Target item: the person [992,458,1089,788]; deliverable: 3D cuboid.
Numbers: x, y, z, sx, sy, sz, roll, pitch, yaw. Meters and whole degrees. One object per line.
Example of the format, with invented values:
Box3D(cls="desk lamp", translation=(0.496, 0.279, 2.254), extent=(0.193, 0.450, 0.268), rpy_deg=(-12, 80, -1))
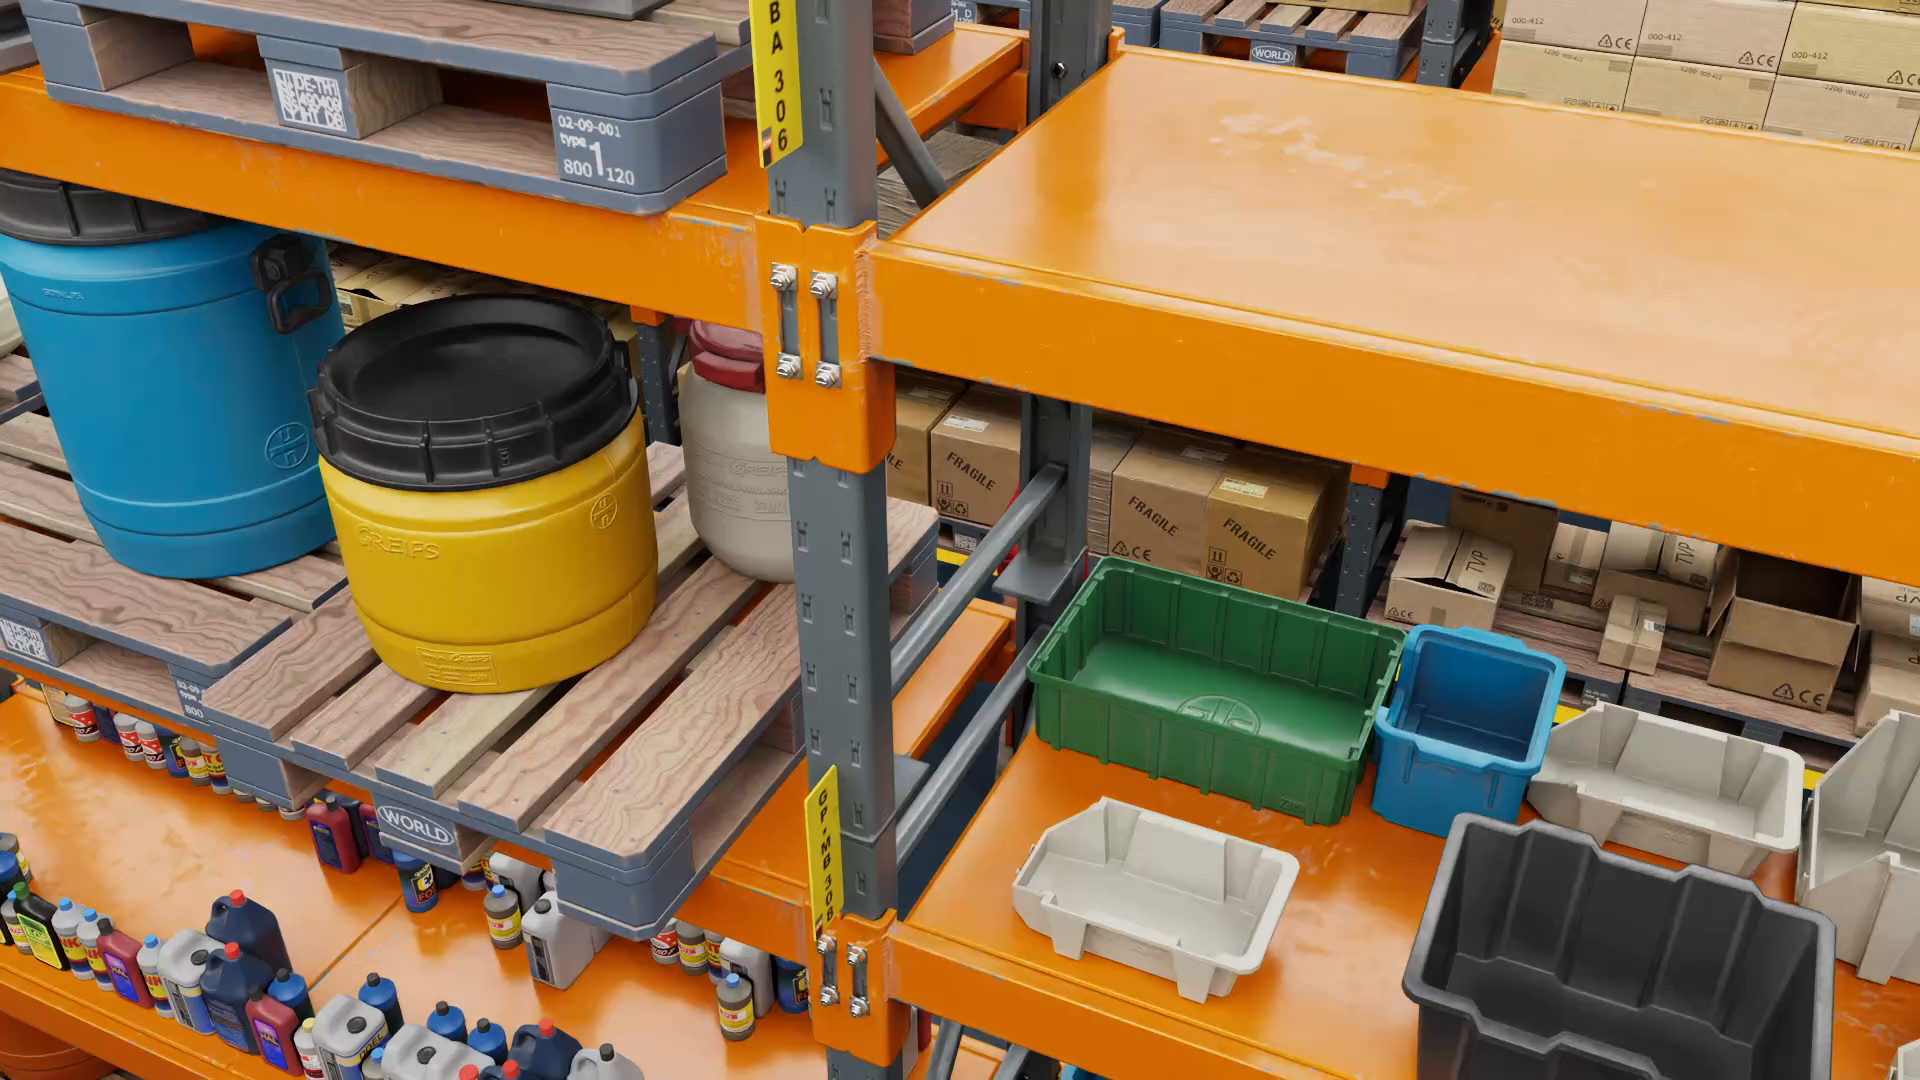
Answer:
Box3D(cls="person", translation=(0.362, 0.347, 6.983), extent=(0.353, 1.725, 0.527), rpy_deg=(15, 36, 22))
